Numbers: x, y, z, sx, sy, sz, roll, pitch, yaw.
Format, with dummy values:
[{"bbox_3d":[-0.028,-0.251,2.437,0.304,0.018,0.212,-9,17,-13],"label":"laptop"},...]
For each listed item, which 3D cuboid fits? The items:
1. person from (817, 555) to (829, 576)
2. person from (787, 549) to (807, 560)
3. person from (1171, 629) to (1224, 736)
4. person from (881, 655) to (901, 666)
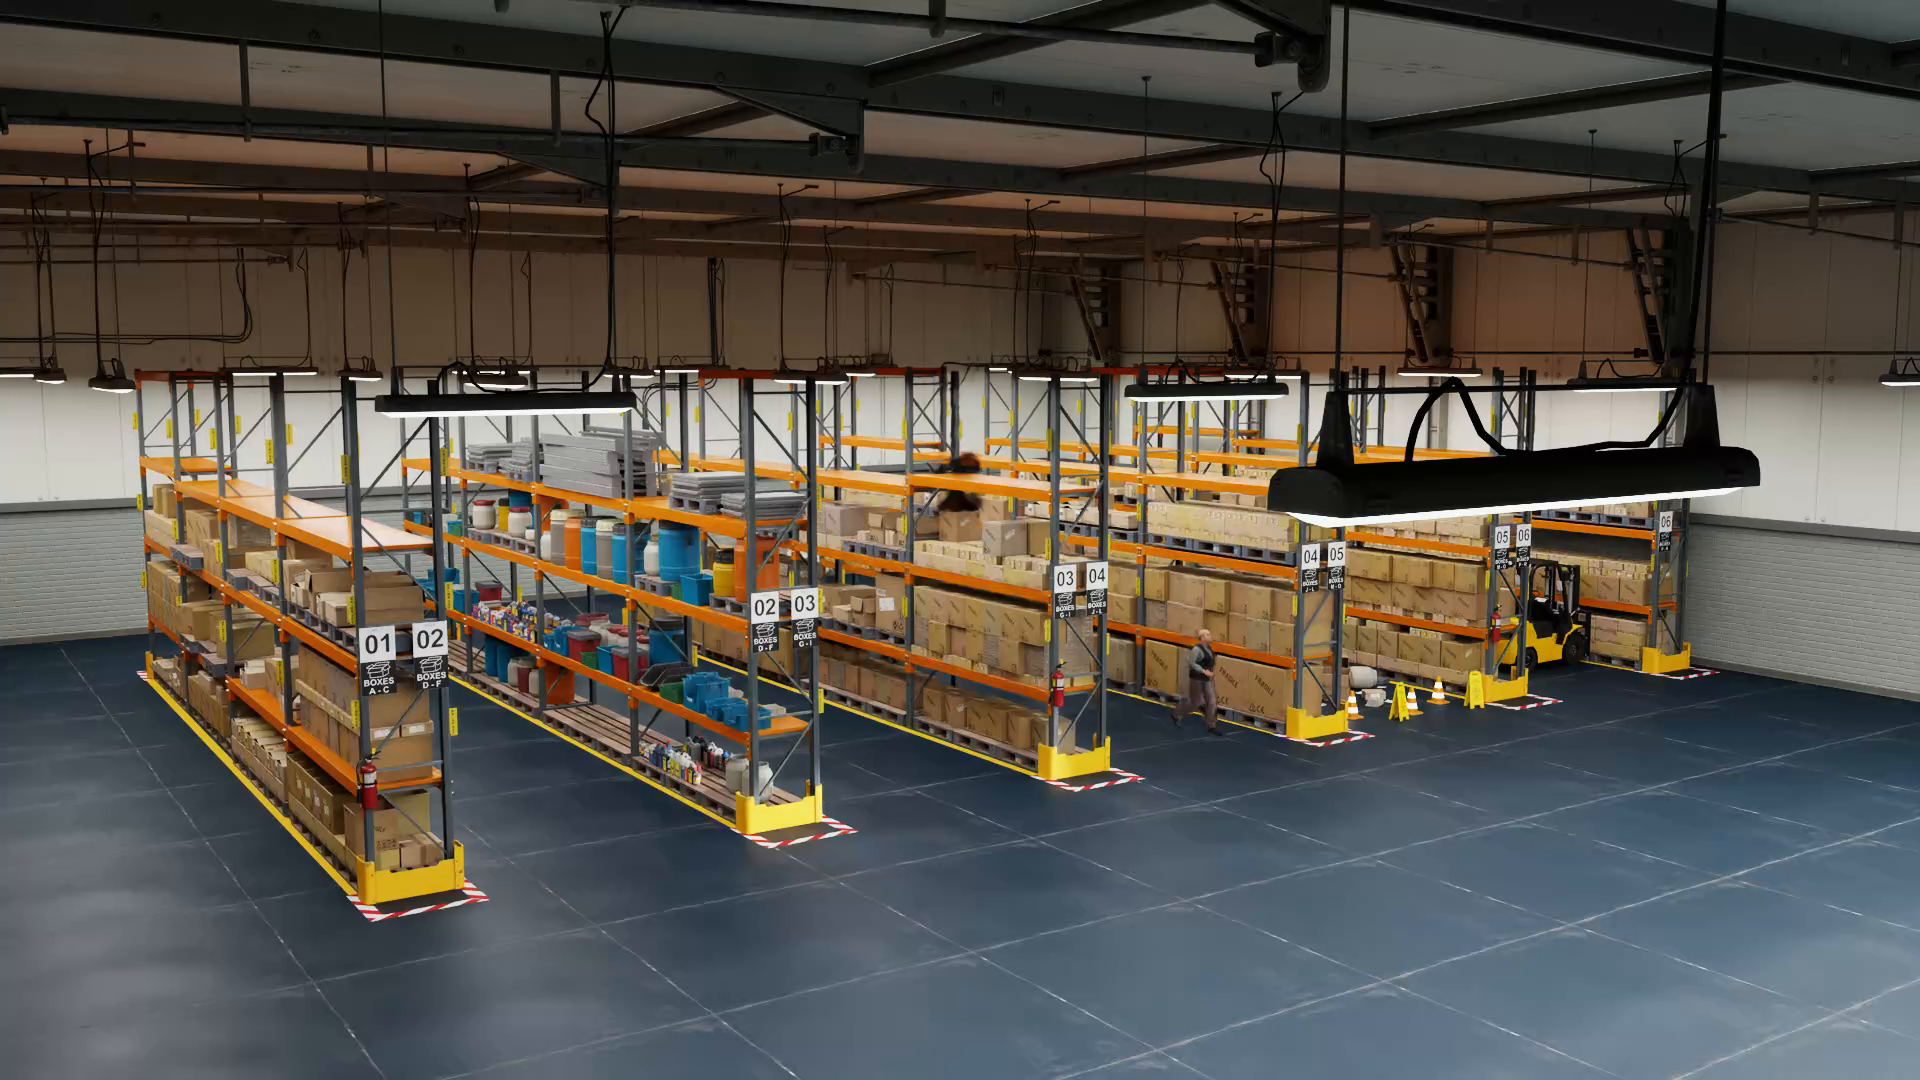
[{"bbox_3d":[-3.551,0.753,41.942,0.588,1.729,0.709,0,6,2],"label":"person"},{"bbox_3d":[-4.192,0.731,42.008,0.695,1.722,0.587,3,7,24],"label":"person"},{"bbox_3d":[3.909,2.299,27.147,0.953,1.716,0.682,4,8,34],"label":"person"},{"bbox_3d":[-1.327,1.703,32.847,0.660,1.791,0.983,-4,8,-33],"label":"person"}]
